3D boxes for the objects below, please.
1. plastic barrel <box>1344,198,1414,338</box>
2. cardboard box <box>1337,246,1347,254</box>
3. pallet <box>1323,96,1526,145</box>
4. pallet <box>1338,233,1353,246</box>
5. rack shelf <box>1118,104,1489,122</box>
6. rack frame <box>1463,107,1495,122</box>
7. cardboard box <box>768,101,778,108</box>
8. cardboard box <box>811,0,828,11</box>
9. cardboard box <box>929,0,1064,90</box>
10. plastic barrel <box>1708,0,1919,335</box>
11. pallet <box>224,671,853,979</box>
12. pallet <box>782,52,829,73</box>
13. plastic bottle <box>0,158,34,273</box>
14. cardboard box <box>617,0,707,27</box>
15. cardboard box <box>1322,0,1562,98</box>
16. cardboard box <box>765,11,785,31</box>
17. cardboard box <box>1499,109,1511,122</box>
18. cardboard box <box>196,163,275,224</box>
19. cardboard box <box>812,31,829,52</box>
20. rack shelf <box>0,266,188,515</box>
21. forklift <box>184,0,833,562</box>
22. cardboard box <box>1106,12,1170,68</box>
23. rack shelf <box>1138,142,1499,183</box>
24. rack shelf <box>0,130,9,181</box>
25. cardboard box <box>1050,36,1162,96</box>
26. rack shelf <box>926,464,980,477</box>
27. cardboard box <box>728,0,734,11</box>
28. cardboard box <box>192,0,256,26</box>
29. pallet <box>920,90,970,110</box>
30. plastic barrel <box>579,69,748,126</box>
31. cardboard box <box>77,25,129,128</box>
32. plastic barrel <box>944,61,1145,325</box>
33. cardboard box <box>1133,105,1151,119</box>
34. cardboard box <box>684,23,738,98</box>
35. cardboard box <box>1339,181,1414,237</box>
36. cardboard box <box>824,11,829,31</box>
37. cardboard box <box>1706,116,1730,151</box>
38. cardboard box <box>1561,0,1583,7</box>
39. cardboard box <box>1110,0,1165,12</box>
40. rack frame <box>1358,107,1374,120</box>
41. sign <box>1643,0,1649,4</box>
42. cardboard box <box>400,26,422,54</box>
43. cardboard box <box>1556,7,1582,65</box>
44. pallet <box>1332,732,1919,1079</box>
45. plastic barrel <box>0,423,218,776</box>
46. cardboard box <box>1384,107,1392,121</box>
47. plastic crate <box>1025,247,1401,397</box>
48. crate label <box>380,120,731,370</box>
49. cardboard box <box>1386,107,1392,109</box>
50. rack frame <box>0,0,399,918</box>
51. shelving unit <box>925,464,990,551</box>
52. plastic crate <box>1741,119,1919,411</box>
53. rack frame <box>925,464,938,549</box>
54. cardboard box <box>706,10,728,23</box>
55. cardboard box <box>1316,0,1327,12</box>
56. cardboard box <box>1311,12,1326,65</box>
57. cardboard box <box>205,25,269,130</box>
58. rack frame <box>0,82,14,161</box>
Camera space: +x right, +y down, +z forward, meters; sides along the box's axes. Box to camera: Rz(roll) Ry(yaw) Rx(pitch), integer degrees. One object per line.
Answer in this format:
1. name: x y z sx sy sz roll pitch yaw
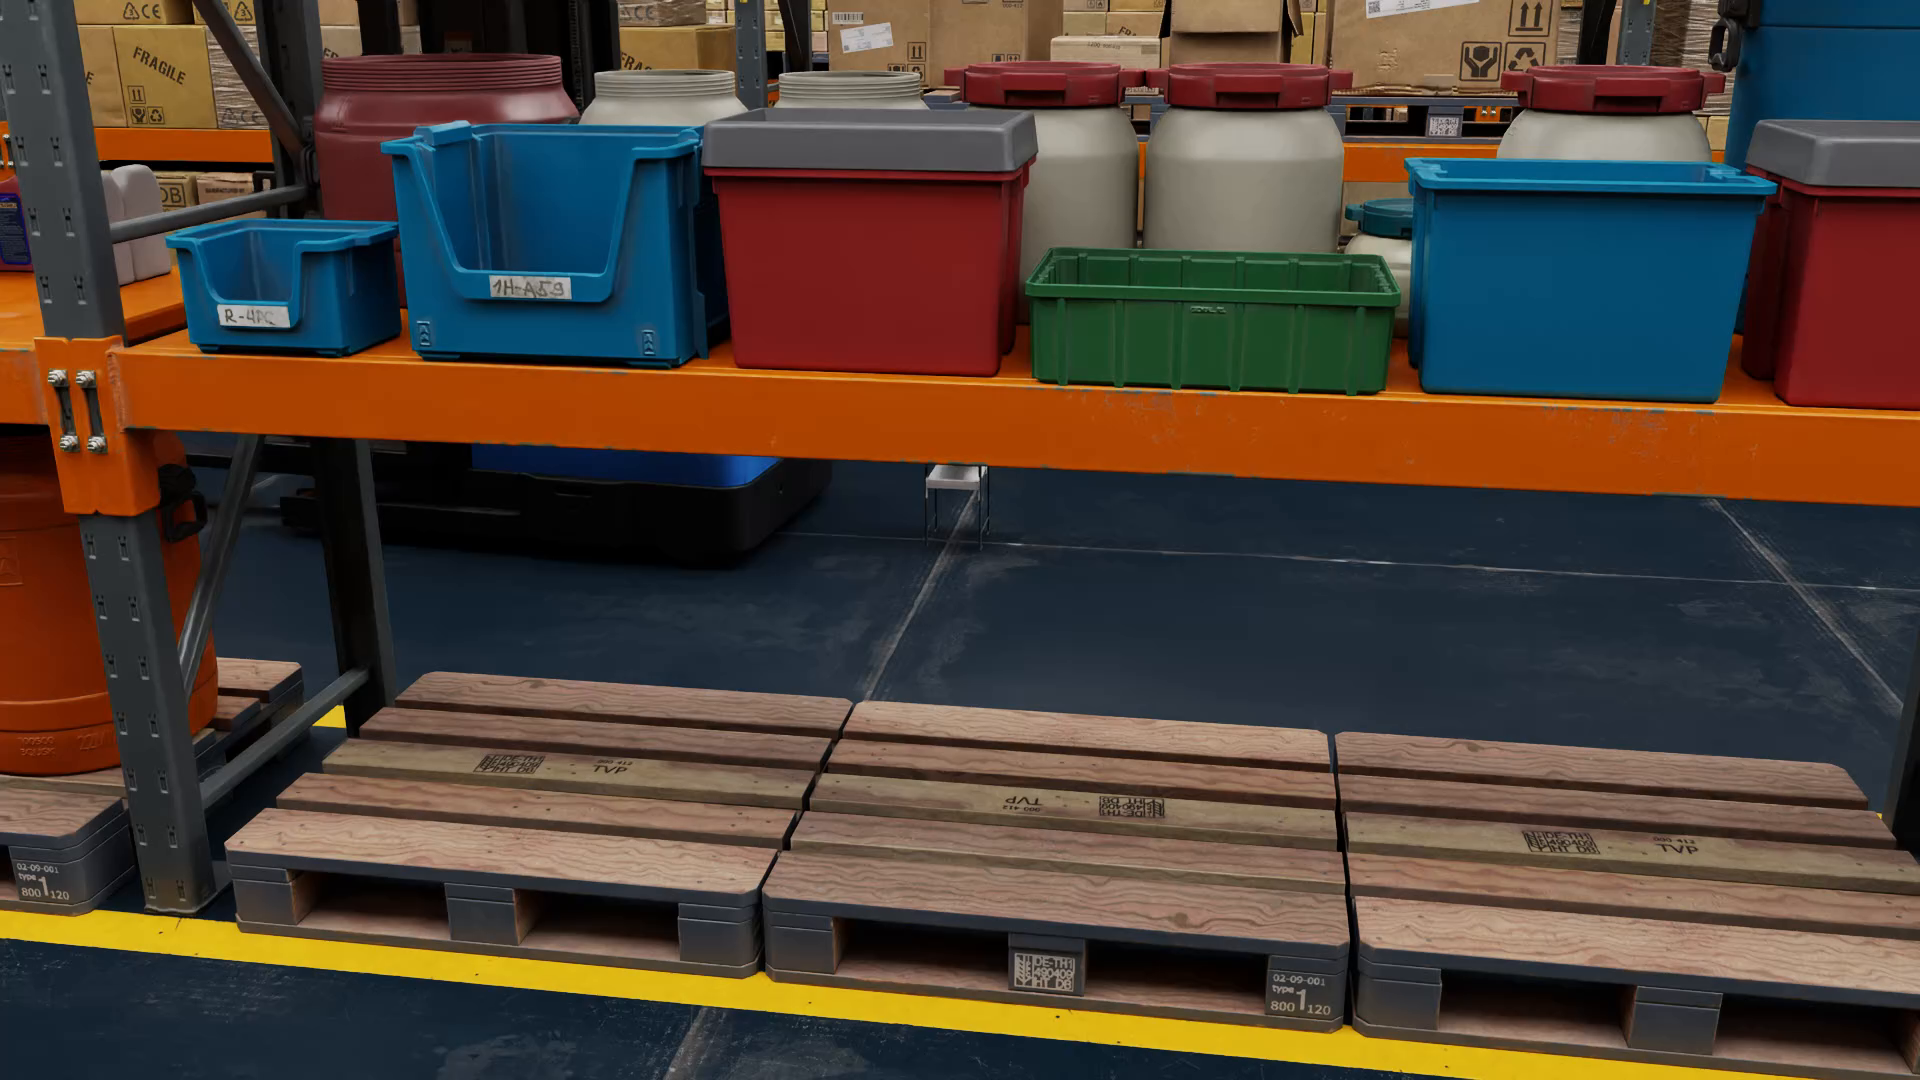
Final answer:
1. plastic barrel: 0.960 -0.577 3.517 0.301 0.262 0.301 0 18 0
2. cardboard box: 1.957 -1.170 8.318 0.500 0.500 0.700 3 19 8
3. pallet: 2.297 -2.072 8.071 1.213 0.211 1.003 3 19 9
4. pallet: 3.141 -2.321 12.907 1.213 0.211 1.003 3 19 9
5. rack shelf: 1.940 -3.387 12.834 4.000 0.370 1.077 3 19 9
6. rack frame: 3.915 -3.628 12.419 0.127 3.000 1.000 3 19 9
7. cardboard box: -1.781 -4.729 18.396 0.875 0.875 0.875 3 19 10
8. cardboard box: -1.098 -4.099 12.623 0.250 0.149 0.380 4 19 10
9. cardboard box: 0.185 -2.516 8.275 0.500 0.500 0.700 6 19 17
10. plastic barrel: 1.909 -0.880 3.414 0.708 0.901 0.600 3 19 9
11. pallet: -0.948 0.645 4.043 1.213 0.211 1.003 3 19 9
12. pallet: -0.755 -3.741 13.058 1.003 0.211 1.213 3 19 9
13. plastic bottle: -2.400 -0.827 4.232 0.133 0.283 0.061 3 19 9
14. cardboard box: -1.641 -2.845 8.342 0.637 0.503 0.797 4 19 11
15. cardboard box: 2.266 -2.647 7.879 1.000 1.000 1.000 3 19 9
16. cardboard box: -1.366 -3.971 12.708 0.250 0.149 0.380 3 19 9
17. cardboard box: 4.525 -2.766 12.529 0.875 0.875 0.875 3 19 9
18. cardboard box: -3.353 -1.603 9.052 0.875 0.875 1.225 2 19 7
19. cardboard box: -1.094 -3.816 12.715 0.250 0.149 0.380 3 19 10
20. rack shelf: -3.682 -0.488 4.169 4.000 0.370 1.077 3 19 9
21. forklift: -2.096 -1.549 6.314 3.031 2.935 1.130 5 19 14
22. cardboard box: 1.366 -3.719 12.534 0.500 0.500 0.500 3 19 9
23. rack shelf: 1.053 -1.839 8.205 4.000 0.370 1.077 3 19 9
24. rack shelf: -6.845 -2.241 9.408 4.000 0.370 1.077 3 19 9
25. cardboard box: 0.697 -2.252 7.881 0.500 0.250 0.500 2 19 7
26. rack shelf: -0.008 -0.310 6.201 0.200 0.077 0.258 3 19 9
27. cardboard box: -1.599 -4.125 12.701 0.250 0.149 0.380 3 19 9
28. cardboard box: -3.563 -2.937 8.616 0.637 0.503 0.797 3 19 9
29. pallet: -0.201 -2.187 8.414 1.003 0.211 1.213 3 19 9
30. plastic barrel: -0.657 -0.797 3.781 0.421 0.512 0.421 0 18 0
31. cardboard box: -4.456 -2.428 8.674 0.500 0.500 0.500 3 19 9
32. plastic barrel: 0.181 -0.767 3.655 0.433 0.535 0.433 0 18 0
33. cardboard box: 2.694 -5.947 22.431 0.625 0.625 0.875 4 19 10
34. cardboard box: -1.358 -2.438 8.703 0.500 0.500 0.500 3 19 10
35. cardboard box: 3.287 -2.763 12.718 0.750 0.750 1.050 3 19 8
36. cardboard box: -0.859 -3.945 12.633 0.250 0.149 0.380 4 19 11
37. cardboard box: 3.437 -1.838 7.466 0.250 0.149 0.380 3 19 9
38. cardboard box: 4.273 -4.182 12.136 0.550 0.550 0.875 3 19 9
39. cardboard box: 1.413 -4.275 12.619 0.500 0.500 0.700 3 19 8
40. rack frame: 5.384 -6.739 21.717 0.127 3.000 1.000 3 19 9
41. sign: 2.944 -2.454 7.086 0.005 0.325 0.100 3 19 9
42. cardboard box: -2.452 -2.327 8.373 0.500 0.500 0.500 2 19 7
43. cardboard box: 4.281 -3.684 12.351 0.550 0.550 0.875 3 19 9
44. pallet: 1.461 0.768 3.676 1.213 0.211 1.003 3 19 9
45. plastic barrel: -2.193 0.082 4.089 0.708 0.830 0.600 3 19 9
46. cardboard box: 5.809 -5.506 21.704 0.500 0.250 0.500 3 19 9
47. plastic crate: 0.478 -0.426 3.183 0.662 0.188 0.450 3 19 9
48. crate label: -0.769 -0.611 3.346 0.616 0.435 0.502 3 19 9
49. cardboard box: 5.812 -5.750 21.645 0.500 0.250 0.500 3 19 8
50. rack frame: -1.707 -0.729 3.754 0.127 3.000 1.000 3 19 9
51. shelving unit: -0.008 -0.427 6.162 0.210 0.900 0.258 3 19 9
52. plastic crate: 1.716 -0.486 2.928 0.583 0.464 0.402 3 19 9
53. rack frame: -0.108 -0.432 6.177 0.006 0.900 0.240 3 19 9
54. cardboard box: -1.869 -3.997 12.786 0.250 0.149 0.380 3 19 10
55. cardboard box: 2.915 -4.198 12.389 0.500 0.500 0.700 3 19 8
56. cardboard box: 2.858 -3.643 12.307 0.500 0.500 0.500 3 19 8
57. cardboard box: -3.466 -2.377 8.523 0.500 0.500 0.500 2 19 7
58. rack frame: -4.871 -2.482 8.993 0.127 3.000 1.000 3 19 9
